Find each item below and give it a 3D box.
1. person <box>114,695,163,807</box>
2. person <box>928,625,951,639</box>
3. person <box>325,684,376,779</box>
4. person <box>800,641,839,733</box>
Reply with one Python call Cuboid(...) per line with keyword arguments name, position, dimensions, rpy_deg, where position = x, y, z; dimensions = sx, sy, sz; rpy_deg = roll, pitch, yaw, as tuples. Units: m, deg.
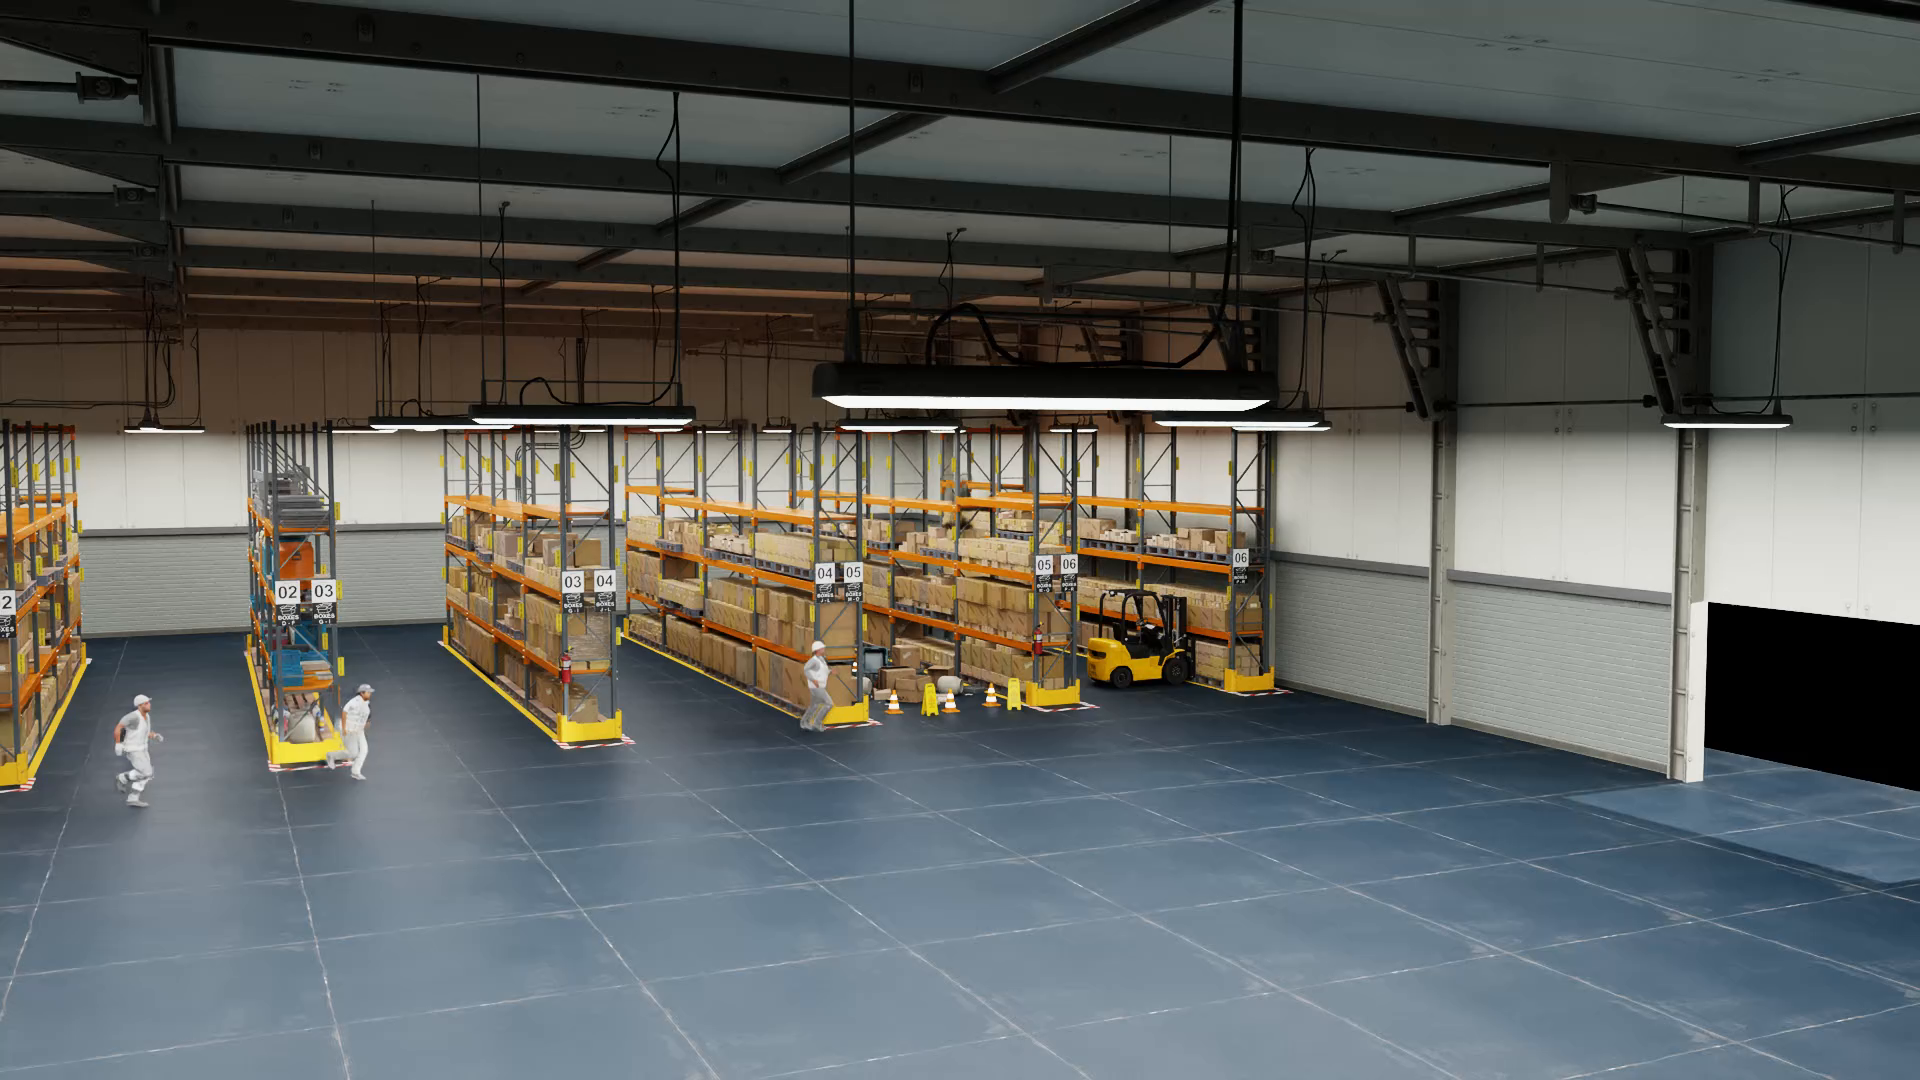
Cuboid(name="person", position=(-12.712, 3.261, 25.726), dimensions=(0.686, 1.729, 0.707), rpy_deg=(0, 4, 2))
Cuboid(name="person", position=(-0.620, 1.952, 46.418), dimensions=(0.710, 1.786, 1.180), rpy_deg=(-2, 4, -34))
Cuboid(name="person", position=(-10.186, 3.213, 27.833), dimensions=(0.853, 1.612, 0.604), rpy_deg=(0, 4, 0))
Cuboid(name="person", position=(-2.730, 2.848, 32.098), dimensions=(0.786, 1.784, 0.694), rpy_deg=(0, 4, 3))
